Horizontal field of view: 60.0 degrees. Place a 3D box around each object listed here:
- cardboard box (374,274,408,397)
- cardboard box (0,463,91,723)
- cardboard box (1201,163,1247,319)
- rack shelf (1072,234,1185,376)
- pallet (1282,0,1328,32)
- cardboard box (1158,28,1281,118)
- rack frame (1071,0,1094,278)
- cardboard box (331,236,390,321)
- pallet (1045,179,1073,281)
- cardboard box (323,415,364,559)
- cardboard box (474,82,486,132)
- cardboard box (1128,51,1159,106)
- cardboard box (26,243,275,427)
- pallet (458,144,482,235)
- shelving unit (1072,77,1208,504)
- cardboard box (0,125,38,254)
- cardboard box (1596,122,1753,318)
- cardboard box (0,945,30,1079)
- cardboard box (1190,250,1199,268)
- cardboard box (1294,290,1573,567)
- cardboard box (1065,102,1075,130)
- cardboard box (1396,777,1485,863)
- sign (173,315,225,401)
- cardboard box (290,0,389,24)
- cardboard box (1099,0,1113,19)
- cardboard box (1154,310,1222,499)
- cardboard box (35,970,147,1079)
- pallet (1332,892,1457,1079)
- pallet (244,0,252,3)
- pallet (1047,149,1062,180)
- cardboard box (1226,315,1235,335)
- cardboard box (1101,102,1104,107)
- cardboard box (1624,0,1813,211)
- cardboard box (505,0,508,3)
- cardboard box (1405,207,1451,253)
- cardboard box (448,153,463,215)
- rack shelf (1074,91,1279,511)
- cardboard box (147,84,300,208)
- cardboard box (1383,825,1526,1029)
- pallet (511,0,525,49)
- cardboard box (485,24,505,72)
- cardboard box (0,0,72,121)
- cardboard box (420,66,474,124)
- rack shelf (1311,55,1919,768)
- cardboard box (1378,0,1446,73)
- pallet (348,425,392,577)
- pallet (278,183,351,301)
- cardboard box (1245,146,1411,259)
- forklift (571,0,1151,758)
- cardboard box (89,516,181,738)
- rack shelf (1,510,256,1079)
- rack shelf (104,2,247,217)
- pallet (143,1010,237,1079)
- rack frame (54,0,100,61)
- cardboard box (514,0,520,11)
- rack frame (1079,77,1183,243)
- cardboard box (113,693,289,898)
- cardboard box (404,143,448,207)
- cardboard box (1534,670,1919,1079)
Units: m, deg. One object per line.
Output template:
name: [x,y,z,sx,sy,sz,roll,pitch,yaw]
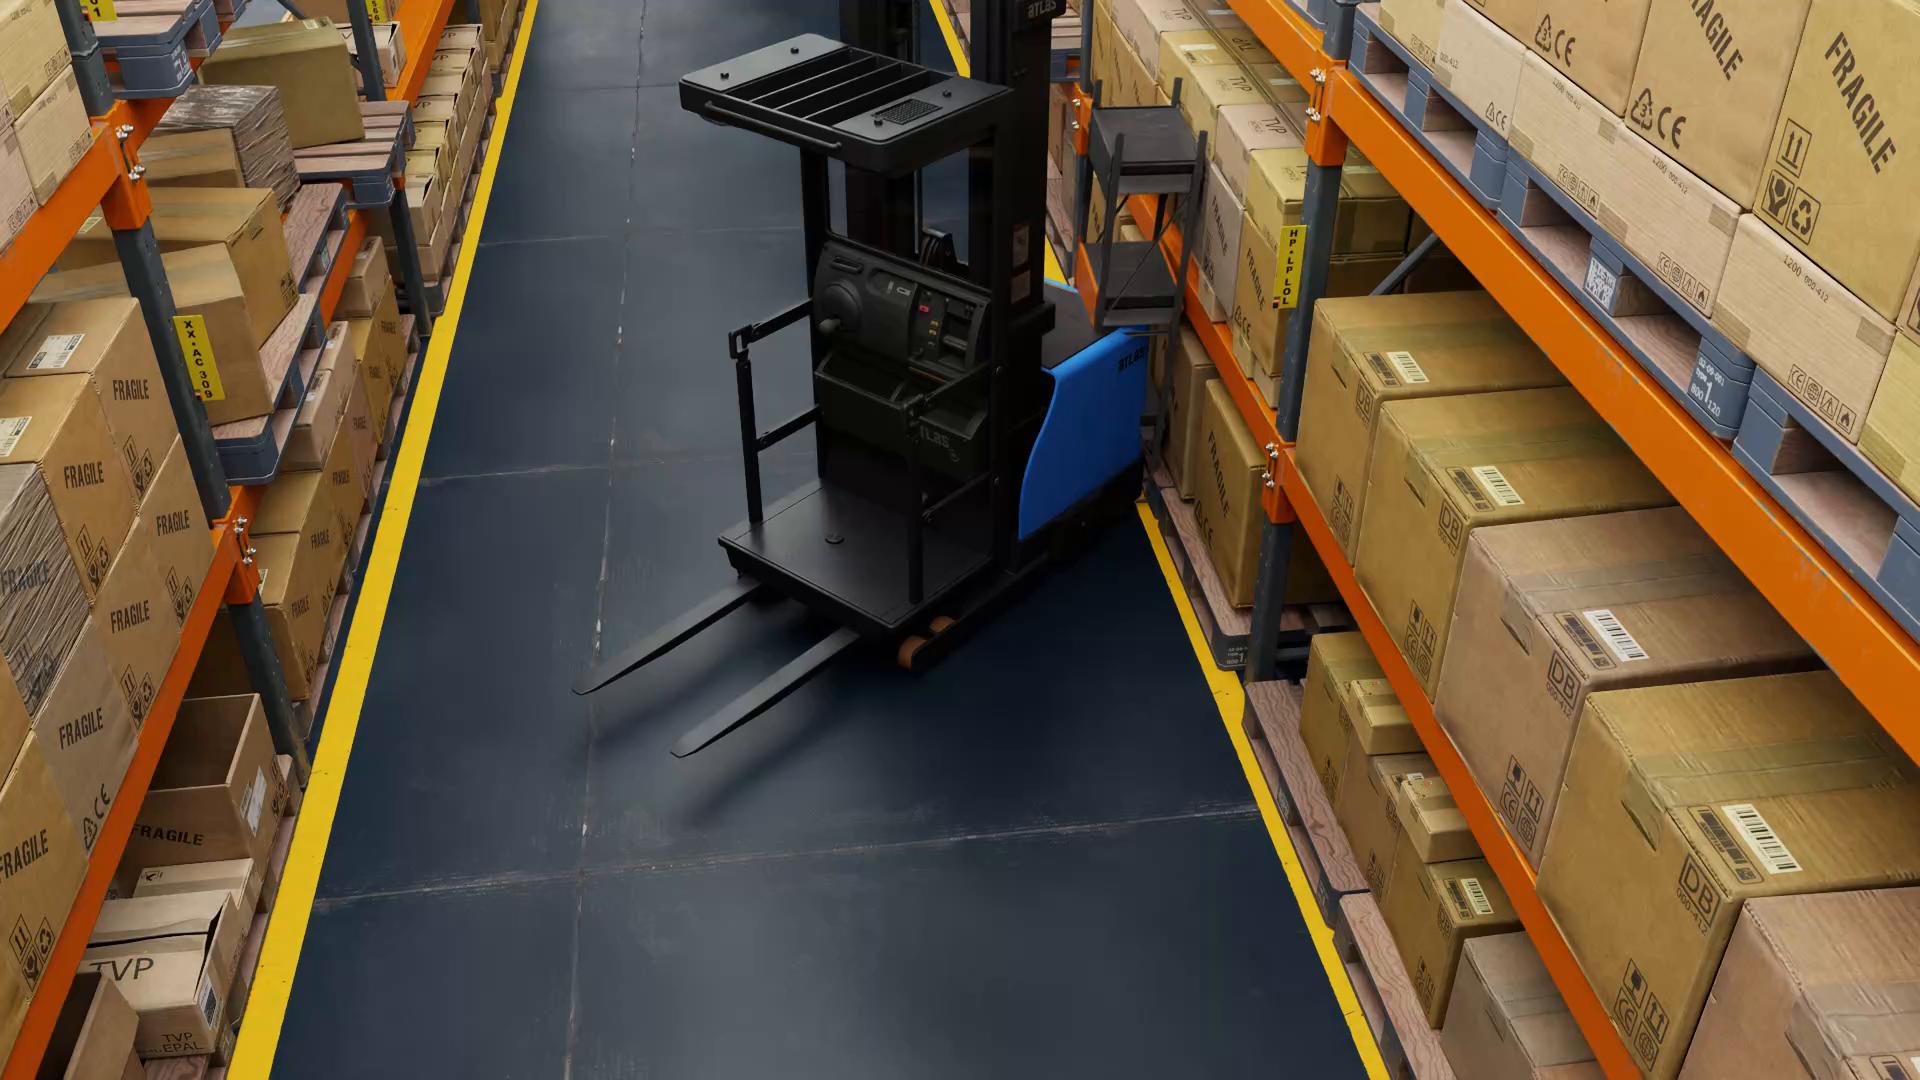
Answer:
cardboard box: [-3.342,-1.099,9.027,0.500,0.500,0.500,-3,34,-5]
cardboard box: [-2.699,0.153,4.385,0.500,0.500,0.500,-4,34,-6]
cardboard box: [1.355,-1.294,7.114,0.500,0.500,0.500,-4,34,-6]
rack shelf: [0.792,-1.116,7.984,0.431,0.518,0.480,-3,43,-7]
pallet: [1.573,-2.267,6.420,0.805,0.209,1.217,-6,35,-8]
cardboard box: [1.232,-2.178,7.745,0.500,0.250,0.500,-5,35,-7]
rack frame: [1.208,-2.831,9.741,1.000,3.000,0.127,-4,35,-6]
cardboard box: [-3.330,-1.377,8.771,0.500,0.250,0.500,-3,34,-5]
pallet: [1.104,-2.115,11.166,1.003,0.211,1.213,-4,35,-6]
cardboard box: [-3.129,-0.235,7.761,0.500,0.500,0.500,-4,34,-6]
cardboard box: [-3.829,-3.231,12.397,0.500,0.250,0.500,-5,35,-7]
cardboard box: [1.146,-2.143,8.361,0.500,0.500,0.500,-5,35,-7]
cardboard box: [-3.005,-0.718,6.178,0.700,0.500,0.500,-16,37,-22]
pallet: [-3.933,-2.443,11.648,1.003,0.211,1.213,-4,35,-6]
shelving unit: [0.792,-1.126,7.975,0.431,2.100,0.503,-3,43,-7]
cardboard box: [-2.777,-0.868,4.330,0.500,0.250,0.500,-4,35,-6]
cardboard box: [1.776,-0.728,3.663,0.500,0.250,0.500,-5,35,-8]
cardboard box: [-2.562,1.134,3.834,0.500,0.500,0.500,-4,35,-7]
cardboard box: [1.292,-1.383,7.821,0.380,0.149,0.250,-5,35,-8]
cardboard box: [1.802,-0.419,5.935,0.980,0.700,0.700,-4,34,-6]
cardboard box: [1.105,-2.674,11.339,0.700,0.500,0.500,-4,35,-6]
cardboard box: [1.680,0.914,5.516,0.380,0.149,0.250,-5,35,-8]
sign: [-2.626,-0.625,5.735,0.100,0.325,0.005,-4,35,-6]
cardboard box: [-3.942,-3.430,10.531,0.500,0.500,0.500,-6,35,-9]
cardboard box: [1.017,-3.025,8.988,0.500,0.250,0.500,-4,34,-5]
cardboard box: [1.407,-0.733,8.198,0.750,0.750,0.750,-3,34,-5]
cardboard box: [-2.905,1.676,4.953,0.797,0.503,0.637,-4,35,-6]
pallet: [1.938,1.666,5.618,1.003,0.211,1.213,-4,35,-6]
pallet: [-3.323,-2.331,6.511,1.213,0.211,1.003,-4,35,-6]
pallet: [0.943,-2.794,12.163,1.003,0.211,1.213,-4,35,-6]
cardboard box: [1.372,-0.958,7.197,0.380,0.149,0.250,-3,34,-5]
cardboard box: [1.022,-2.534,9.511,0.380,0.149,0.250,-5,35,-7]
cardboard box: [1.780,-1.027,3.436,0.500,0.500,0.500,-6,35,-8]
cardboard box: [-4.125,-4.874,14.141,0.500,0.500,0.500,-4,35,-6]
cardboard box: [1.942,-1.358,6.542,0.500,0.250,0.500,-3,34,-5]
cardboard box: [-3.624,-2.376,11.141,0.500,0.250,0.500,-5,35,-8]
rack shelf: [1.477,-1.418,8.306,1.077,0.370,4.000,-4,35,-6]
cardboard box: [-3.570,-1.801,7.767,0.700,0.500,0.500,2,34,3]
cardboard box: [1.876,1.253,5.595,0.700,0.500,0.500,-4,34,-5]
pallet: [-4.471,-4.663,14.905,1.003,0.211,1.213,-4,35,-6]
cardboard box: [-4.001,-4.005,13.532,0.500,0.250,0.500,-4,35,-6]
cardboard box: [-2.828,-1.355,4.600,0.500,0.250,0.500,-4,35,-6]
cardboard box: [-3.759,-3.182,11.827,0.500,0.311,0.500,-4,35,-7]
rack shelf: [2.014,-0.425,4.185,1.077,0.370,4.000,-4,35,-6]
cardboard box: [1.577,-1.586,4.921,0.500,0.250,0.500,-4,35,-7]
pallet: [-3.477,-0.203,8.360,1.003,0.211,1.213,-4,35,-6]
pallet: [-3.434,-1.290,7.649,1.003,0.211,1.213,-4,35,-6]
cardboard box: [1.429,-1.323,6.491,0.500,0.250,0.500,-4,34,-5]
forklift: [-0.401,-0.940,7.027,1.130,2.935,3.031,25,42,32]
cardboard box: [-2.770,0.284,5.081,0.500,0.500,0.500,-3,34,-5]
rack shelf: [-2.894,1.192,4.477,1.077,0.370,4.000,-4,35,-6]
rack shelf: [-3.432,-2.280,6.907,1.077,0.370,4.000,-4,35,-6]
pallet: [-2.904,1.996,5.133,1.003,0.211,1.213,-4,35,-6]
rack frame: [-3.163,-2.701,4.222,1.000,3.000,0.127,-4,35,-6]
cardboard box: [-4.198,-4.842,14.761,0.500,0.250,0.500,-4,35,-6]
rack frame: [0.761,-1.289,8.153,0.400,2.100,0.015,-3,43,-7]
cardboard box: [-2.805,0.926,6.057,0.500,0.500,0.500,-4,35,-6]
cardboard box: [-3.559,-2.330,10.576,0.500,0.311,0.500,-5,35,-8]
cardboard box: [2.096,0.820,4.116,0.980,0.700,0.700,-5,35,-7]
